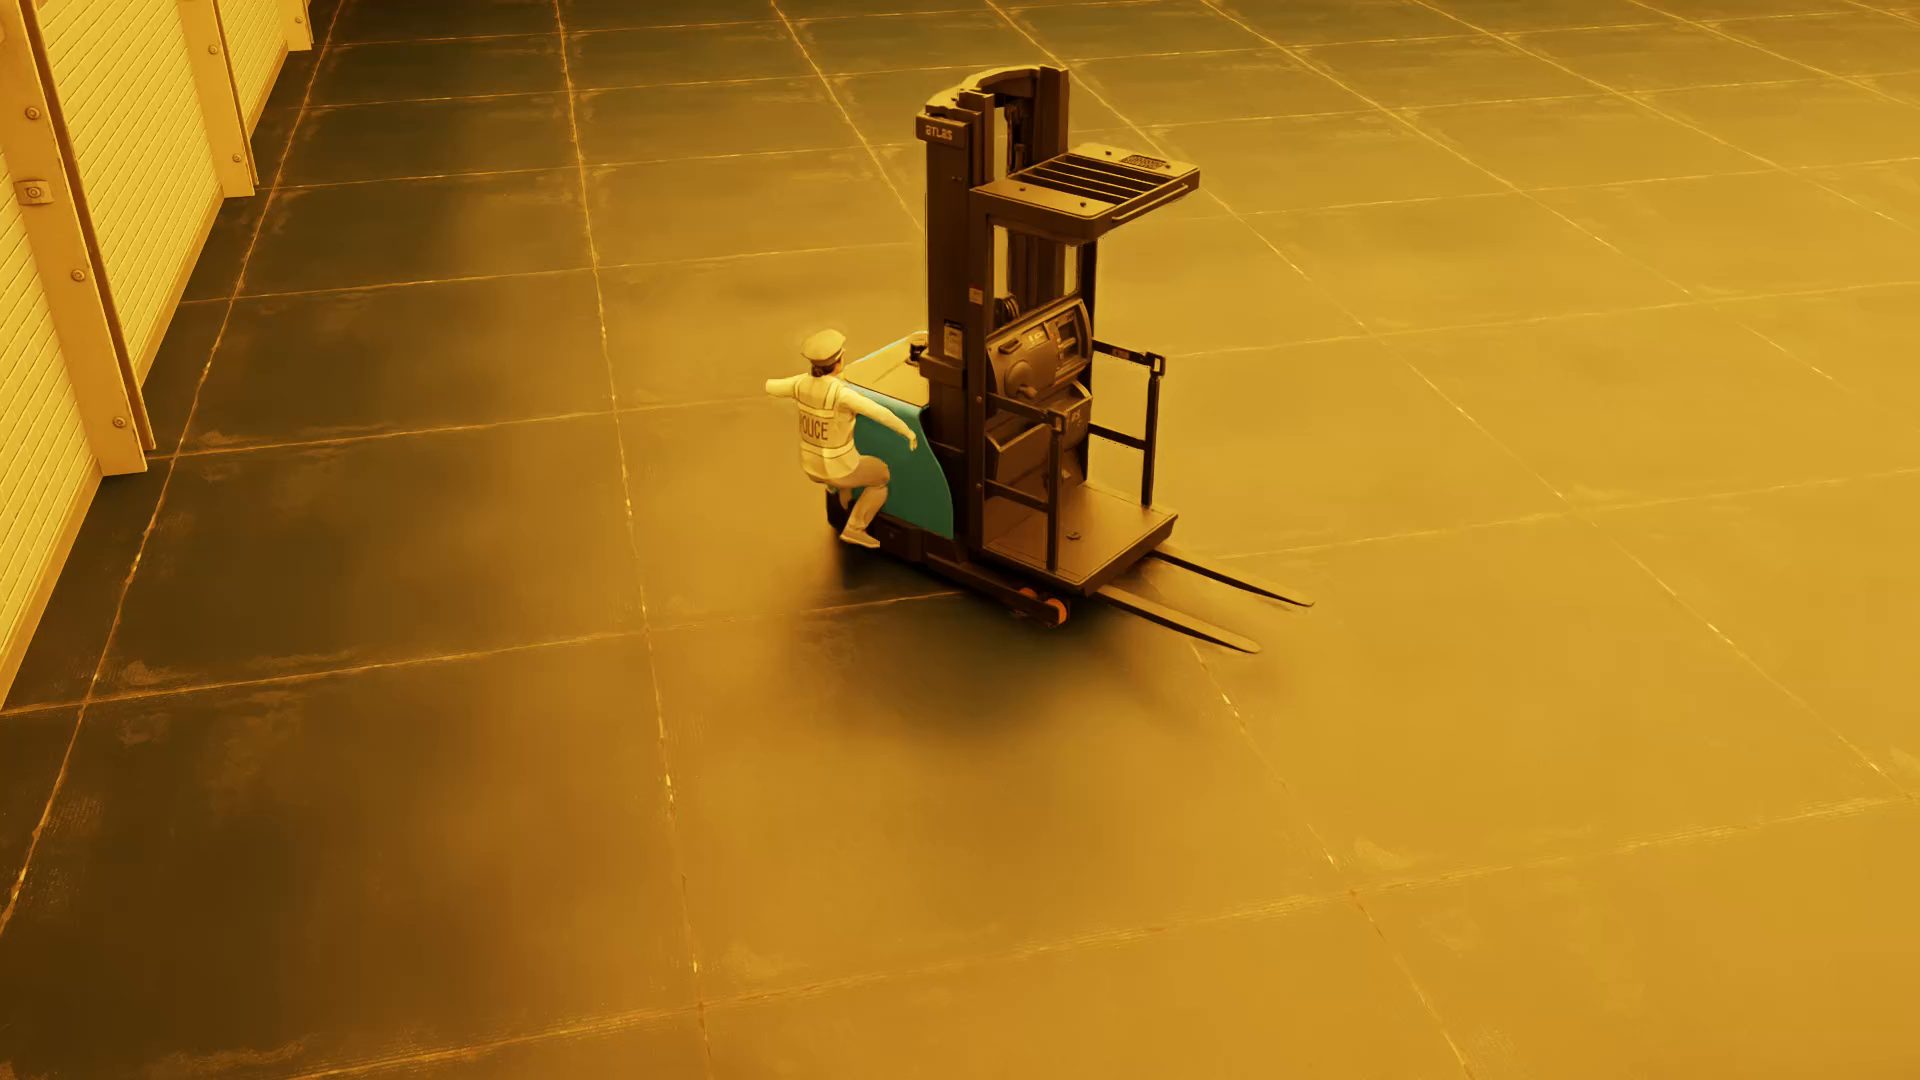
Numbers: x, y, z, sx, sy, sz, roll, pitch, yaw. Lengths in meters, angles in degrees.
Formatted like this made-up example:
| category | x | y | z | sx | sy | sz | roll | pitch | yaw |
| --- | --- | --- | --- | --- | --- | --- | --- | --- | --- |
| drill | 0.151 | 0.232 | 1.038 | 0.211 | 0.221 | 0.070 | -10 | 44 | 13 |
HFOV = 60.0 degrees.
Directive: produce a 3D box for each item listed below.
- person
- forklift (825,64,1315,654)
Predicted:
| category | x | y | z | sx | sy | sz | roll | pitch | yaw |
| --- | --- | --- | --- | --- | --- | --- | --- | --- | --- |
| person | -0.647 | -0.596 | 9.996 | 0.991 | 1.524 | 0.767 | 23 | 37 | 34 |
| forklift | 0.623 | -1.063 | 9.411 | 3.031 | 2.935 | 1.130 | 22 | 36 | 32 |
